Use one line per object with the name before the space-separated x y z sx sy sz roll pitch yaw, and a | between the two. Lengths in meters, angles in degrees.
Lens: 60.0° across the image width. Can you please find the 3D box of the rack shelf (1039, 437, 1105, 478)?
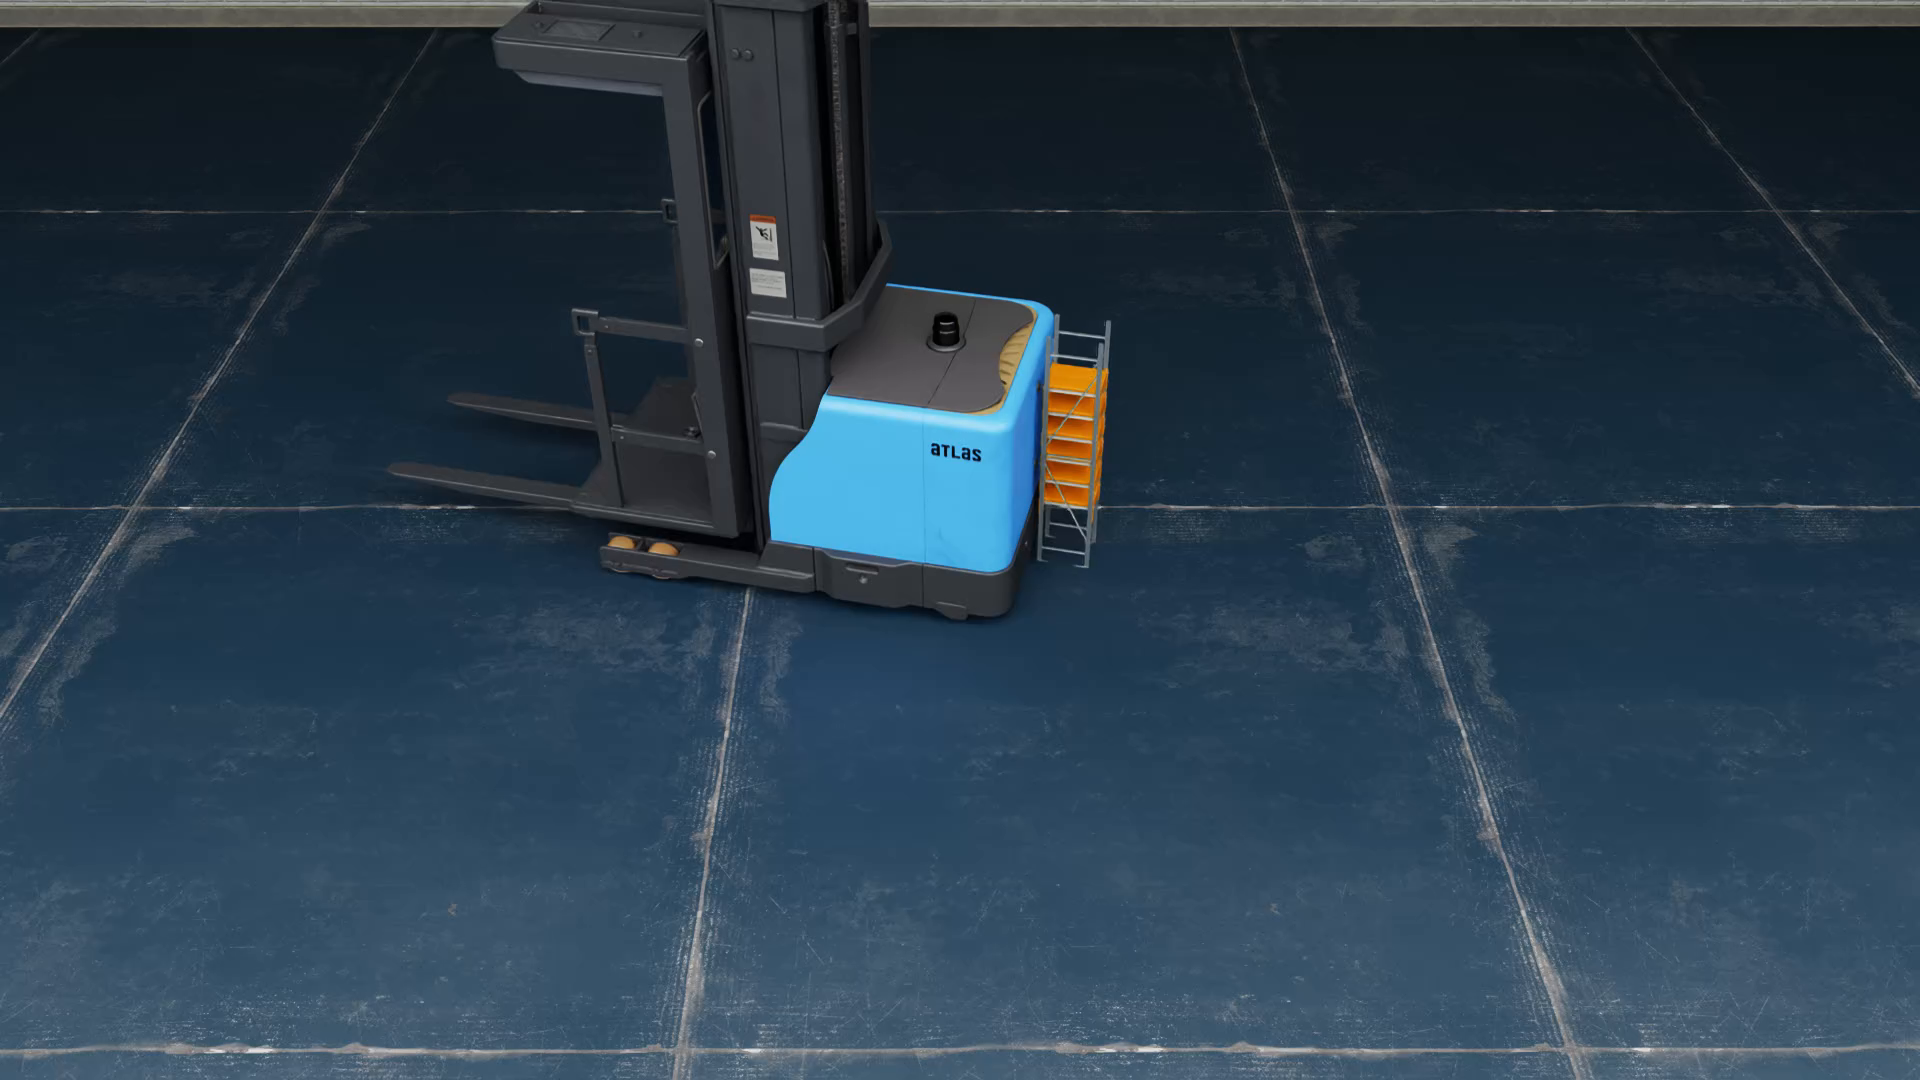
rack shelf | 0.493 -0.377 7.331 0.258 0.103 0.180 9 40 10

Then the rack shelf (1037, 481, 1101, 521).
rack shelf | 0.492 -0.190 7.481 0.258 0.103 0.180 9 40 10

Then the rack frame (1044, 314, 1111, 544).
rack frame | 0.514 -0.467 7.372 0.240 1.200 0.006 9 40 10

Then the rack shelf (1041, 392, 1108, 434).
rack shelf | 0.494 -0.564 7.180 0.258 0.103 0.180 9 40 10

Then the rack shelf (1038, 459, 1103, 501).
rack shelf | 0.492 -0.283 7.406 0.258 0.103 0.180 9 40 10

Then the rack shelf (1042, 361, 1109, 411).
rack shelf | 0.495 -0.657 7.105 0.258 0.103 0.180 9 40 10

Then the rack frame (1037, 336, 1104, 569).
rack frame | 0.472 -0.356 7.233 0.240 1.200 0.006 9 40 10

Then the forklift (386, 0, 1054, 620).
forklift | -1.145 -1.277 7.000 3.031 2.935 1.130 8 39 10

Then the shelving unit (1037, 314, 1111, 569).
shelving unit | 0.493 -0.411 7.303 0.258 1.200 0.189 9 40 10

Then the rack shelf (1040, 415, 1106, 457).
rack shelf | 0.493 -0.470 7.256 0.258 0.103 0.180 9 40 10
